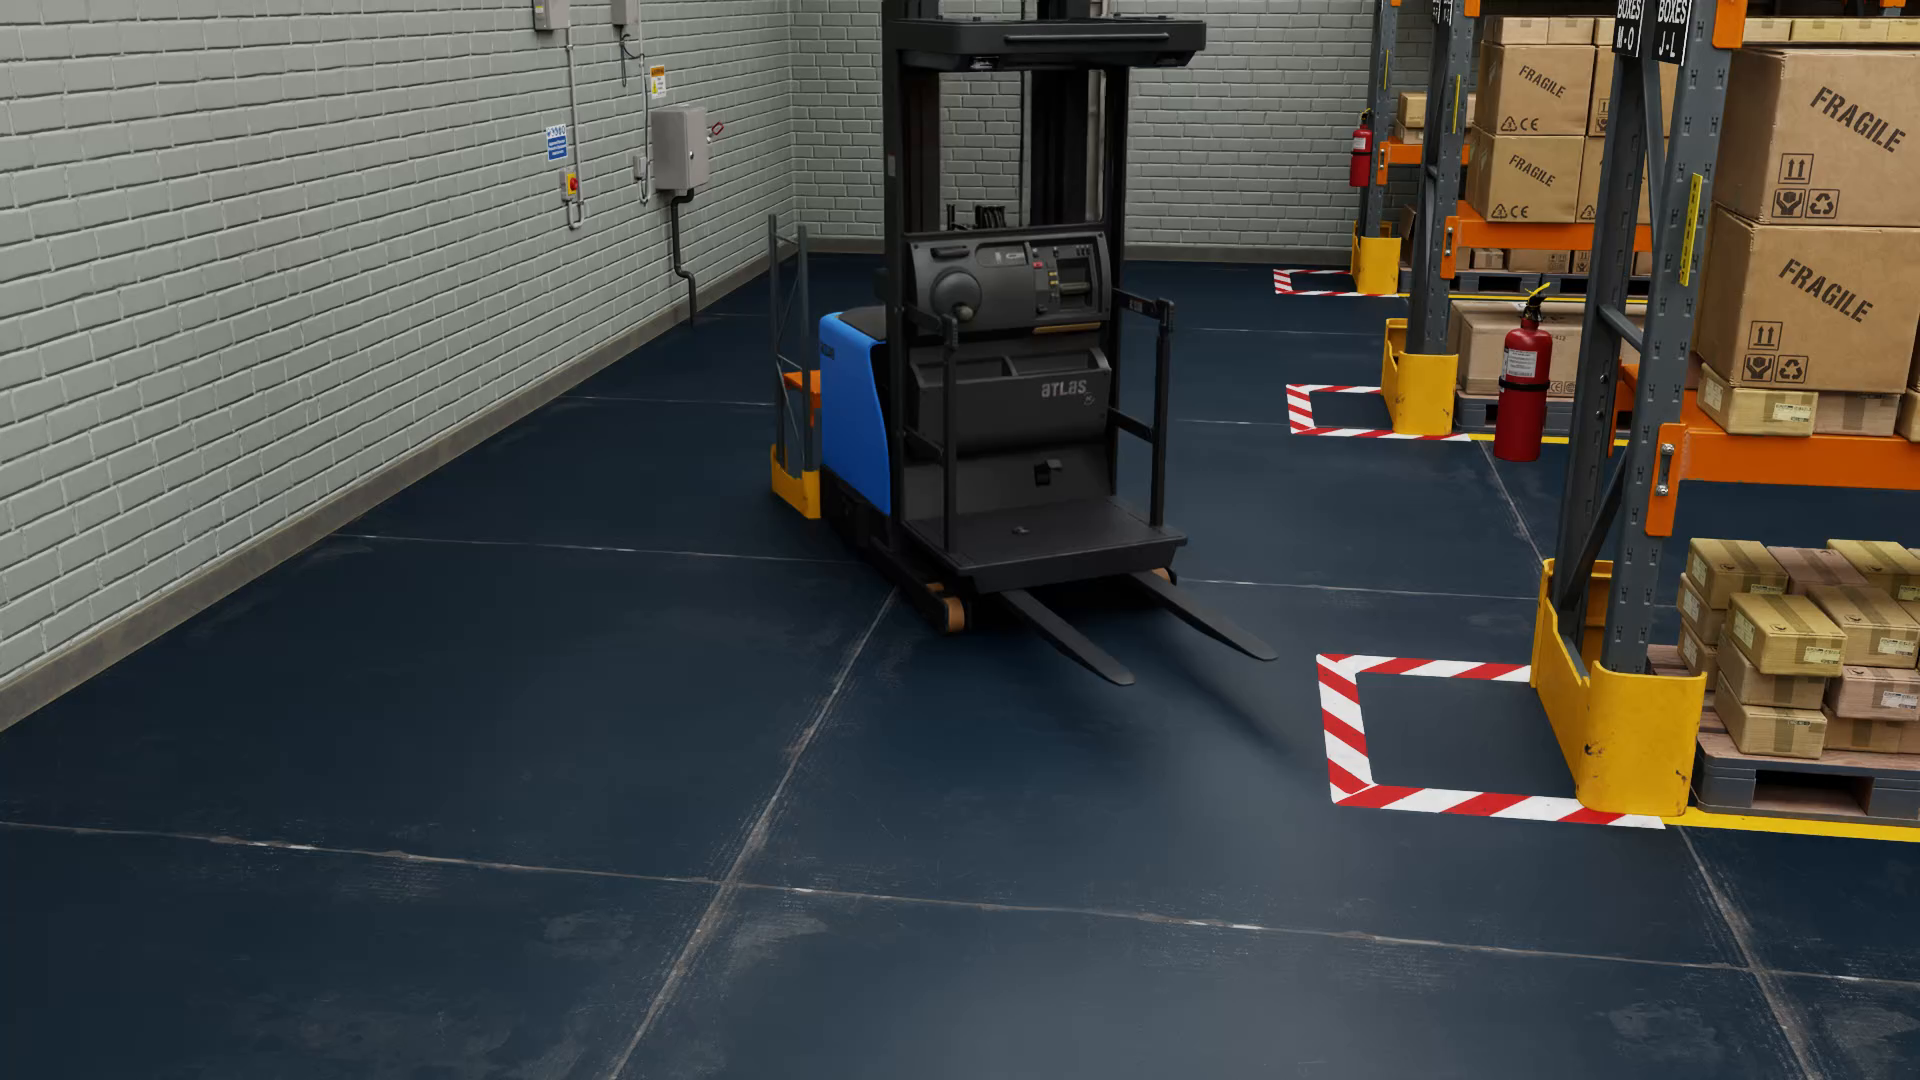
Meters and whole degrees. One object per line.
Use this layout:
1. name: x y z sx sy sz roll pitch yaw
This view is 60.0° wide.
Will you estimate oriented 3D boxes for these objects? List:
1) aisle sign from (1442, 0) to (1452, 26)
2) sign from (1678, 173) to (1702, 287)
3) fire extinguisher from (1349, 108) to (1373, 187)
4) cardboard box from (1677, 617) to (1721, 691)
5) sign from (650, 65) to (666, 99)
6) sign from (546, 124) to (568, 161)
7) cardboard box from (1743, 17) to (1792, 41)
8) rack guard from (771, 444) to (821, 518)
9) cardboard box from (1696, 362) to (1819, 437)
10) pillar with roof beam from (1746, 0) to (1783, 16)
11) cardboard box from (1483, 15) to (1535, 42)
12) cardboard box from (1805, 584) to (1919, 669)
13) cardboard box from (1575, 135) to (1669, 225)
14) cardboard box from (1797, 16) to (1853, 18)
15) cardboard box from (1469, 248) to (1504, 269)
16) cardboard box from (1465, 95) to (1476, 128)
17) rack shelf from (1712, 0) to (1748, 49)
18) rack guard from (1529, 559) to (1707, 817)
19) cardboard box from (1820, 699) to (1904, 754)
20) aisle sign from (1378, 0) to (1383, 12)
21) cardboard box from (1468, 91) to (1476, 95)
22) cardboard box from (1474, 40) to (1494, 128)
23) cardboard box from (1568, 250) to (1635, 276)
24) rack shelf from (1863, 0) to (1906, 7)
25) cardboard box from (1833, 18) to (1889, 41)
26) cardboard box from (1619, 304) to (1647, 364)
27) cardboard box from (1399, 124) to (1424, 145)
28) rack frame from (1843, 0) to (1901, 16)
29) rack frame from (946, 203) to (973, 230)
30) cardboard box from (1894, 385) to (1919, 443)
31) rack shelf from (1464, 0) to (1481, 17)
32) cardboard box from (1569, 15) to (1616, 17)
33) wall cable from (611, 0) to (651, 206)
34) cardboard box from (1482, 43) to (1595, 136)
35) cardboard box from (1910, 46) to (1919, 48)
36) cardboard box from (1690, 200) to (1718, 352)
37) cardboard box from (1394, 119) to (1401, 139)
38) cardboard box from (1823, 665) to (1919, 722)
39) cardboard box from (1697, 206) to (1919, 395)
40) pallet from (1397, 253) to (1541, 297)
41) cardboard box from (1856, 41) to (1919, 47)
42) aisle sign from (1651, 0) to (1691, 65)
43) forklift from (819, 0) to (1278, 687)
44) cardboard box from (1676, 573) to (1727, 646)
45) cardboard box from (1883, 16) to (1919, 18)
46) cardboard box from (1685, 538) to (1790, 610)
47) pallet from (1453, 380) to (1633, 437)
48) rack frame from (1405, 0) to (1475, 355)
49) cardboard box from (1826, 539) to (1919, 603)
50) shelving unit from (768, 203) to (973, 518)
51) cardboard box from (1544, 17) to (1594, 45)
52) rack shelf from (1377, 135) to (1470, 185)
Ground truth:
1. aisle sign: 2.847 -3.392 9.618 0.004 0.787 0.394 3 19 9
2. sign: 2.193 -0.932 4.996 0.005 0.325 0.100 3 19 9
3. fire extinguisher: 3.529 -3.451 14.600 0.183 0.674 0.296 3 19 9
4. cardboard box: 2.831 0.423 6.143 0.250 0.149 0.380 3 19 10
5. sign: -2.343 -3.559 12.911 0.001 0.242 0.339 3 19 9
6. sign: -2.675 -2.639 11.038 0.001 0.218 0.327 3 19 9
7. cardboard box: 4.549 -2.902 9.492 0.250 0.149 0.380 3 19 9
8. rack guard: -0.878 -0.320 8.864 0.087 0.250 0.587 -8 20 -23
9. cardboard box: 2.546 -0.453 5.325 0.250 0.149 0.380 3 19 8
10. pillar with roof beam: 6.470 -5.414 10.303 0.400 9.000 9.100 3 19 9
11. cardboard box: 3.350 -3.121 10.147 0.250 0.149 0.380 3 19 9
12. cardboard box: 3.033 0.289 5.607 0.250 0.149 0.380 3 19 10
13. cardboard box: 3.896 -2.163 9.884 0.500 0.500 0.500 3 19 8
14. cardboard box: 5.142 -3.054 9.949 0.250 0.149 0.380 3 19 9
15. cardboard box: 4.750 -2.555 15.044 0.250 0.149 0.380 2 19 6
16. cardboard box: 4.651 -3.740 14.520 0.500 0.250 0.500 3 19 9
17. rack shelf: 4.253 -1.672 4.978 4.000 0.370 1.077 3 19 9
18. rack guard: 2.354 0.498 6.026 0.348 0.500 1.175 3 19 9
19. cardboard box: 3.016 0.576 5.685 0.250 0.149 0.380 3 19 8
20. aisle sign: 3.634 -4.946 14.262 0.004 0.787 0.394 3 19 9
21. cardboard box: 4.753 -3.906 15.016 0.500 0.250 0.500 3 19 9
22. cardboard box: 3.478 -2.819 10.267 0.500 0.500 0.500 4 19 10
23. cardboard box: 5.680 -2.642 14.750 0.500 0.500 0.500 3 19 10
24. rack shelf: 9.672 -4.581 13.675 4.000 0.370 1.077 3 19 9
25. cardboard box: 5.061 -2.882 9.435 0.250 0.149 0.380 3 19 9
26. cardboard box: 4.536 -1.186 10.495 0.875 0.438 0.875 3 19 10
27. cardboard box: 4.029 -3.580 14.673 0.250 0.149 0.380 3 19 8
28. rack frame: 7.697 -3.601 14.337 0.127 3.000 1.000 3 19 9
29. rack frame: 0.044 -1.047 9.070 0.032 1.500 0.500 -8 20 -23
30. cardboard box: 3.061 -0.423 5.235 0.250 0.149 0.380 2 19 7
31. rack shelf: 4.939 -3.228 9.628 4.000 0.370 1.077 3 19 9
32. cardboard box: 3.873 -3.129 10.171 0.250 0.149 0.380 3 19 8
33. wall cable: -2.394 -3.450 12.286 0.122 1.984 0.588 3 19 9
34. cardboard box: 3.393 -2.655 9.778 0.500 0.500 0.500 3 19 7
35. cardboard box: 3.179 -1.224 5.033 0.500 0.500 0.500 3 19 10
36. cardboard box: 2.763 -0.937 5.751 0.500 0.500 0.500 3 19 10
37. cardboard box: 4.117 -3.750 15.180 0.250 0.149 0.380 3 19 8
38. cardboard box: 3.017 0.459 5.566 0.250 0.149 0.380 3 19 8
39. cardboard box: 2.678 -0.770 5.252 0.500 0.500 0.500 4 19 11
40. pallet: 4.610 -2.436 15.251 1.213 0.211 1.003 3 19 9
41. cardboard box: 3.270 -1.383 5.507 0.500 0.500 0.500 2 19 7
42. aisle sign: 2.159 -1.834 4.959 0.004 0.787 0.394 3 19 9
43. forklift: 0.312 -1.136 7.079 1.130 2.935 3.031 -8 20 -21
44. cardboard box: 2.845 0.258 6.167 0.250 0.149 0.380 2 19 7
45. cardboard box: 5.635 -3.034 9.887 0.250 0.149 0.380 2 19 7
46. cardboard box: 2.841 0.127 6.090 0.250 0.149 0.380 3 19 9
47. pallet: 3.766 -0.909 10.686 1.213 0.211 1.003 3 19 9
48. rack frame: 2.964 -2.247 10.291 0.127 3.000 1.000 3 19 9
49. cardboard box: 3.356 0.131 6.078 0.250 0.149 0.380 3 19 7
50. shelving unit: -0.426 -0.979 8.864 1.083 1.500 0.587 -8 20 -23
51. cardboard box: 3.541 -2.981 9.728 0.250 0.149 0.380 3 19 10
52. rack shelf: 5.722 -3.360 14.752 4.000 0.370 1.077 3 19 9
